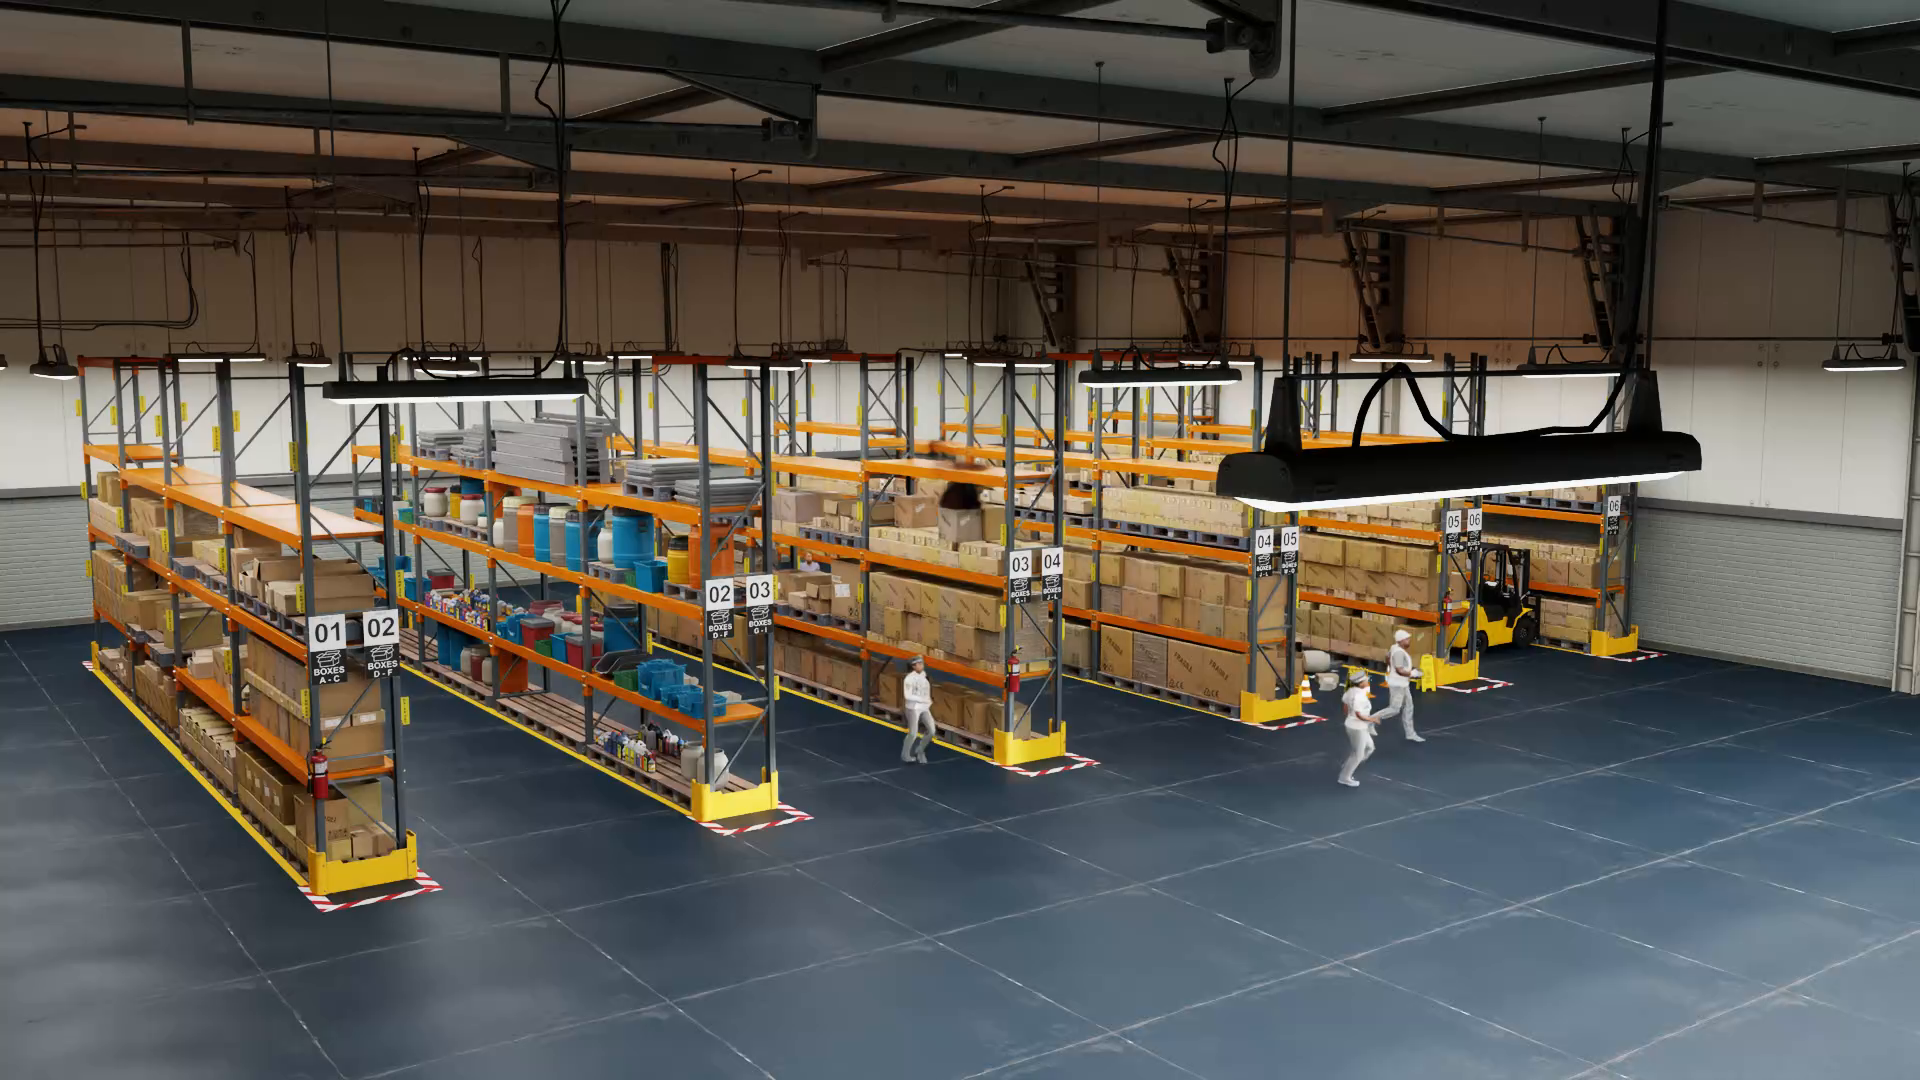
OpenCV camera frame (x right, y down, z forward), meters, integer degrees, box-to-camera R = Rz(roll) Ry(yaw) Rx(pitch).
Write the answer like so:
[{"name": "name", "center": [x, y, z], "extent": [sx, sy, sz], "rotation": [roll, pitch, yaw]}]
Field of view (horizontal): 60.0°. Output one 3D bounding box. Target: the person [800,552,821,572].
[{"name": "person", "center": [-3.307, 1.092, 36.603], "extent": [0.588, 1.668, 0.851], "rotation": [-3, 8, -27]}]

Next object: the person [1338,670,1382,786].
[{"name": "person", "center": [5.663, 2.654, 23.530], "extent": [0.571, 1.663, 0.578], "rotation": [1, 7, 7]}]

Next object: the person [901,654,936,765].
[{"name": "person", "center": [-0.594, 2.528, 24.656], "extent": [0.660, 1.695, 0.643], "rotation": [6, 9, 42]}]

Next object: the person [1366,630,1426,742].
[{"name": "person", "center": [6.843, 2.288, 26.125], "extent": [0.977, 1.785, 0.692], "rotation": [2, 7, 13]}]
